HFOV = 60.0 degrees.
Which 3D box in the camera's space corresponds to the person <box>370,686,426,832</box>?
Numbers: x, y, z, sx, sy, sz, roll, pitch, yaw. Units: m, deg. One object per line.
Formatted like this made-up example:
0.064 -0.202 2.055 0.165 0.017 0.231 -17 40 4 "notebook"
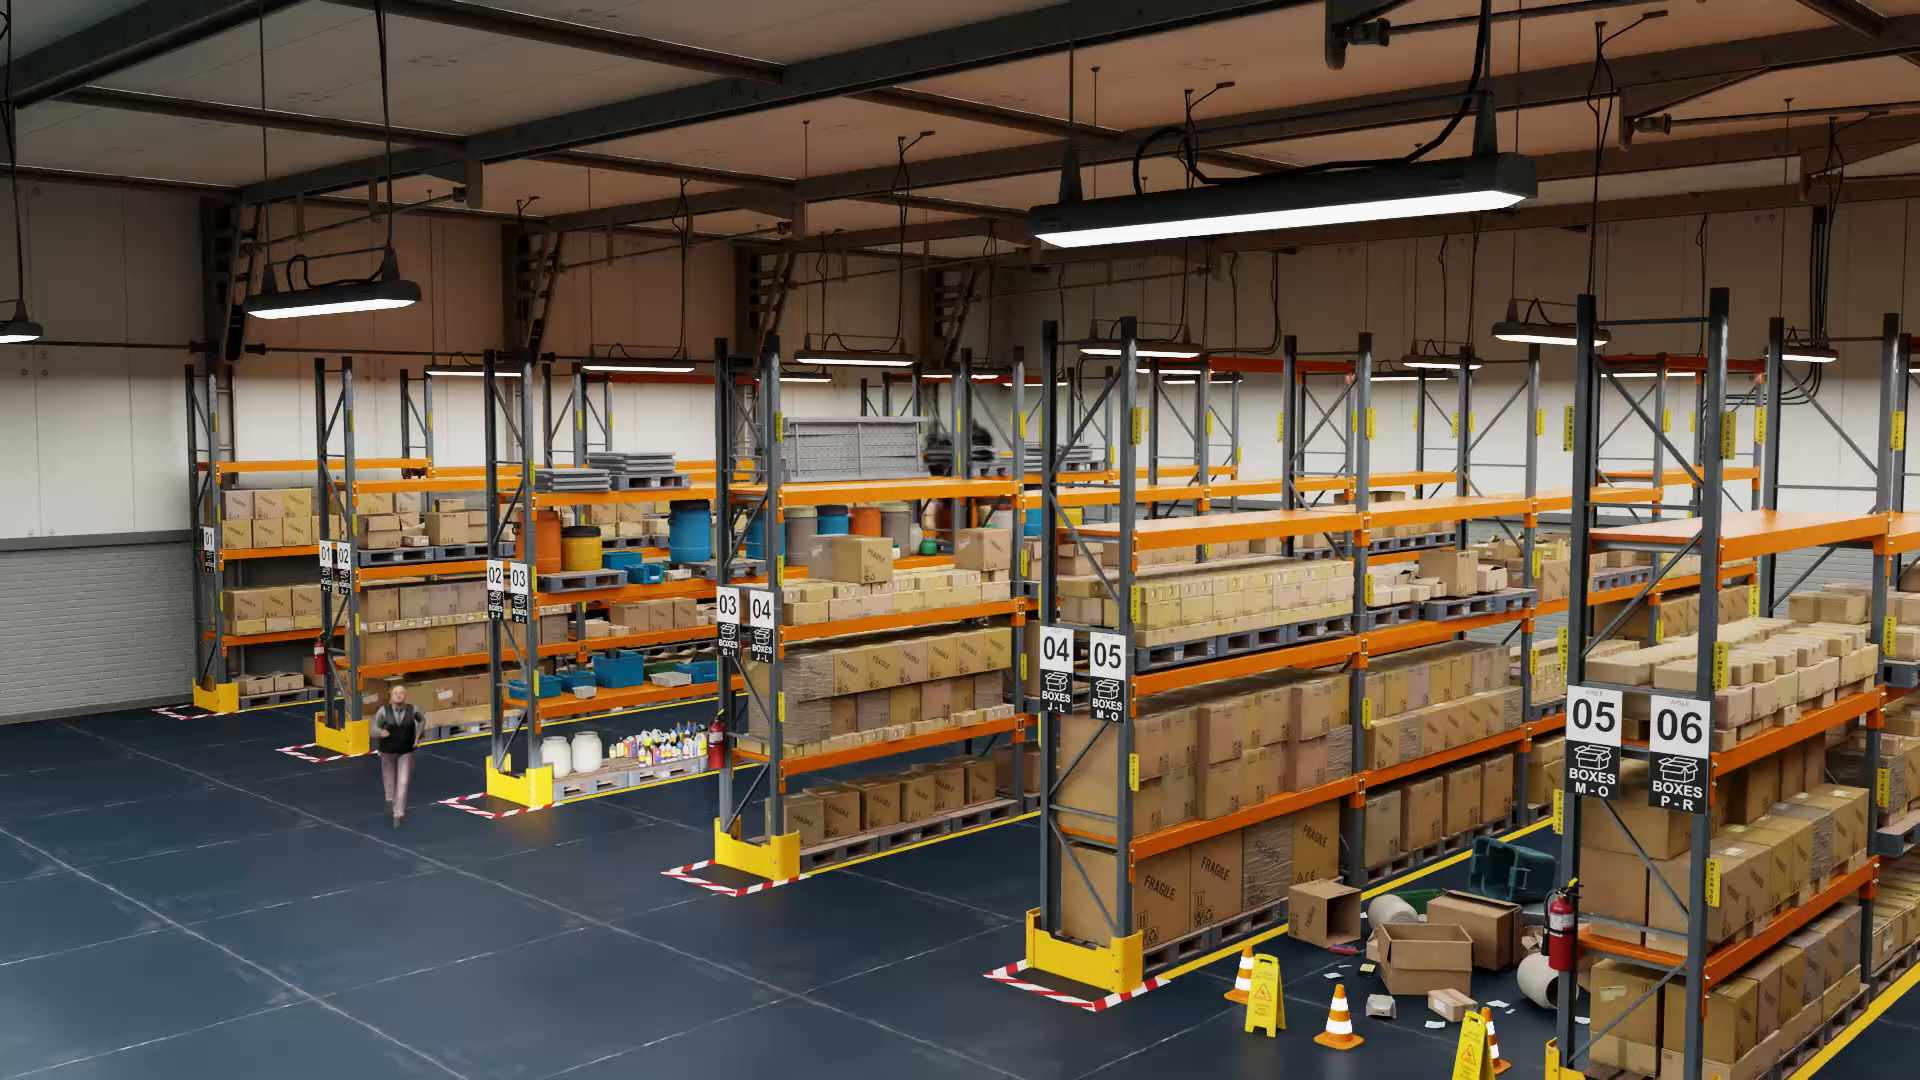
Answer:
-7.062 2.701 20.928 0.664 1.755 0.921 -1 5 -15 "person"
